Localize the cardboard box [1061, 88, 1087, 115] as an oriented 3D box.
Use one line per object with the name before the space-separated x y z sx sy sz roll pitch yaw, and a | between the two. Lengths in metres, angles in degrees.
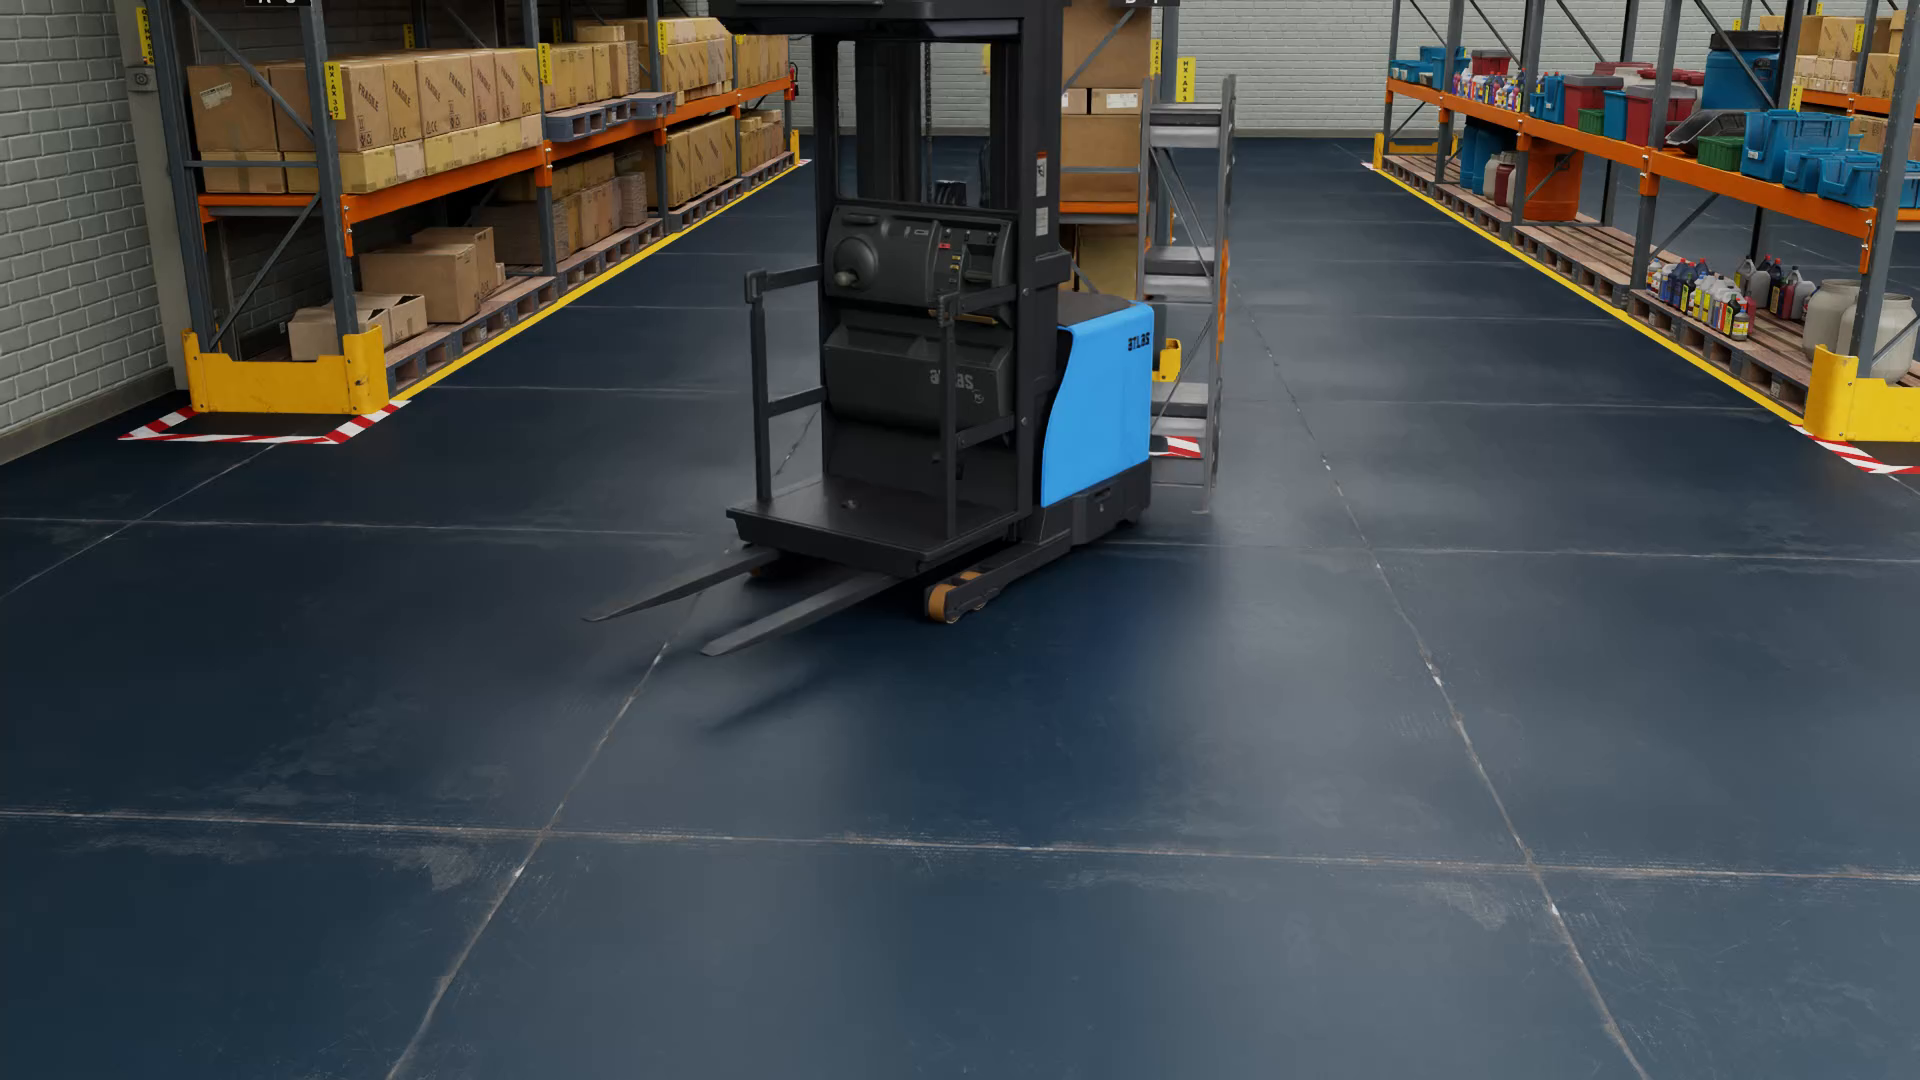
cardboard box | 0.560 -2.610 9.868 0.380 0.149 0.250 1 18 3

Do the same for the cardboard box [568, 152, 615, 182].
cardboard box | -3.748 -3.702 16.508 0.500 0.250 0.500 2 18 5

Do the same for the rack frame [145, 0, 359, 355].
rack frame | -4.218 -2.240 9.943 1.000 3.000 0.127 1 18 4

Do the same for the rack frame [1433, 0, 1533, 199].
rack frame | 6.524 -5.746 20.643 1.000 3.000 0.127 1 18 4

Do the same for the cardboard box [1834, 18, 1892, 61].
cardboard box | 11.230 -6.211 20.619 0.500 0.500 0.500 2 18 5

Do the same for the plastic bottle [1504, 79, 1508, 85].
plastic bottle | 6.079 -4.993 18.531 0.061 0.283 0.133 1 18 4

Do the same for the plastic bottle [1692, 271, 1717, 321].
plastic bottle | 5.434 -1.780 12.085 0.144 0.351 0.185 1 18 3

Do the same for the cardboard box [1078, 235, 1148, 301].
cardboard box | 1.017 -1.697 10.823 0.500 0.500 0.500 1 18 4

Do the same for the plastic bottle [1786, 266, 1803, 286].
plastic bottle | 6.155 -1.846 12.286 0.144 0.351 0.185 1 18 4

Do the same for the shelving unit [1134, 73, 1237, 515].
shelving unit | 1.101 -1.214 8.255 0.431 2.100 0.503 4 19 12

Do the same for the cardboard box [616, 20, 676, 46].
cardboard box | -3.353 -5.424 17.784 0.500 0.250 0.500 2 18 5

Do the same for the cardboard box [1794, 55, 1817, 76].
cardboard box | 11.344 -6.325 22.173 0.500 0.250 0.500 1 18 3

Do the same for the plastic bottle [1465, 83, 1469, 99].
plastic bottle | 6.042 -5.337 19.714 0.097 0.201 0.097 0 18 0

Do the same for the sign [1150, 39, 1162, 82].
sign | 1.563 -3.810 13.217 0.100 0.325 0.005 1 18 4

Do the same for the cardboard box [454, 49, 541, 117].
cardboard box | -3.657 -3.624 13.169 0.500 0.500 0.500 1 18 4

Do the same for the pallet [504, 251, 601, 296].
pallet | -3.877 -2.400 14.907 1.003 0.211 1.213 1 18 4

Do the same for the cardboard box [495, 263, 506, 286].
cardboard box | -3.940 -2.179 13.598 0.380 0.166 0.250 -1 18 -3

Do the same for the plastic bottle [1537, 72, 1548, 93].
plastic bottle | 6.544 -5.050 18.595 0.144 0.351 0.185 1 18 4

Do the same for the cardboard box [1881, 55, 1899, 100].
cardboard box | 11.146 -5.390 19.394 0.500 0.500 0.500 1 18 4

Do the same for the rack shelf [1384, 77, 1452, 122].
rack shelf | 6.667 -6.026 22.650 1.077 0.370 4.000 1 18 4

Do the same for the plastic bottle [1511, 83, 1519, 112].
plastic bottle | 5.857 -4.655 17.501 0.061 0.283 0.133 1 18 4

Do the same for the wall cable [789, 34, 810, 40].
wall cable | -2.309 -10.334 29.995 3.097 2.526 0.112 1 18 4

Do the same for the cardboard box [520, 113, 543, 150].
cardboard box | -3.663 -3.267 13.285 0.500 0.250 0.500 1 18 4

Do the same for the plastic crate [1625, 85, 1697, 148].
plastic crate | 5.680 -3.449 13.530 0.402 0.464 0.583 1 18 4

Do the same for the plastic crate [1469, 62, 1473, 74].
plastic crate | 6.817 -6.189 22.086 0.437 0.282 0.530 1 18 4

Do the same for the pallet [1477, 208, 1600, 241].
pallet | 6.252 -3.425 18.036 1.003 0.211 1.213 1 18 4

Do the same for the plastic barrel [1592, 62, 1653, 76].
plastic barrel | 6.506 -4.418 16.370 0.600 0.536 0.708 1 18 4

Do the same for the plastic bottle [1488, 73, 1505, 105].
plastic bottle | 5.975 -5.019 18.503 0.144 0.351 0.185 1 18 4

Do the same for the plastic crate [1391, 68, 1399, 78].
plastic crate | 6.359 -6.725 23.956 0.250 0.136 0.298 1 18 4

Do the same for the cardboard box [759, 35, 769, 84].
cardboard box | -3.203 -6.731 23.166 0.980 0.700 0.700 0 18 1

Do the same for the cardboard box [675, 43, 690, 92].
cardboard box | -3.308 -5.231 18.400 0.500 0.500 0.500 2 18 6

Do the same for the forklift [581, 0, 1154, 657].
forklift | -0.306 -1.215 6.923 1.130 2.935 3.031 12 22 33

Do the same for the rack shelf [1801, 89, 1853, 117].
rack shelf | 11.607 -5.915 22.313 1.077 0.370 4.000 1 18 4

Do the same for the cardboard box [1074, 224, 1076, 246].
cardboard box | 0.636 -2.330 12.754 0.500 0.500 0.500 1 18 4

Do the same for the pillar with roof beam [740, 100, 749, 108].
pillar with roof beam | 0.554 -10.822 26.500 9.100 9.000 0.400 1 18 4

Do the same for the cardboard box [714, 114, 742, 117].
cardboard box | -3.301 -5.960 23.592 0.380 0.149 0.250 1 18 4

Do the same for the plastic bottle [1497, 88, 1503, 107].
plastic bottle | 5.925 -4.833 18.175 0.097 0.201 0.097 0 18 0

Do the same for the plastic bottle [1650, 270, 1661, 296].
plastic bottle | 5.483 -2.020 13.059 0.097 0.201 0.097 0 18 0

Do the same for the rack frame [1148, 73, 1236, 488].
rack frame | 1.152 -1.288 8.482 0.400 2.100 0.015 4 19 12

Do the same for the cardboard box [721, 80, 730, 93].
cardboard box | -3.094 -5.667 20.773 0.380 0.149 0.250 2 18 5

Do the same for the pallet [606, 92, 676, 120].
pallet | -3.590 -4.410 16.873 1.213 0.211 1.003 1 18 4

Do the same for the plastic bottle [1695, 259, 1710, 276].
plastic bottle | 5.622 -1.967 12.657 0.144 0.351 0.185 1 18 4

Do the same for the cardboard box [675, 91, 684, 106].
cardboard box | -3.260 -4.871 18.343 0.380 0.149 0.250 2 18 6

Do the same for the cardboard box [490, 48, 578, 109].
cardboard box | -3.814 -4.070 14.660 0.700 0.500 0.500 3 18 10

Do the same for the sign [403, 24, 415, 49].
sign | -4.485 -4.044 13.589 0.100 0.325 0.005 1 18 4

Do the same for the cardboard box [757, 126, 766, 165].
cardboard box | -3.124 -5.524 23.305 0.700 0.500 0.500 2 18 5

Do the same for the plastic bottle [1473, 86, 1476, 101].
plastic bottle | 6.008 -5.194 19.275 0.097 0.201 0.097 0 18 0

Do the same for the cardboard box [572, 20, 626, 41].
cardboard box | -3.871 -5.426 17.792 0.500 0.250 0.500 2 18 5

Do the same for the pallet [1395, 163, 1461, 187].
pallet | 6.622 -5.030 22.936 1.003 0.211 1.213 1 18 4

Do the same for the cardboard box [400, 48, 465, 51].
cardboard box | -4.173 -3.636 13.207 0.500 0.500 0.500 1 18 3

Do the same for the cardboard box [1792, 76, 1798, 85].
cardboard box | 11.270 -6.097 22.115 0.380 0.149 0.250 2 18 5

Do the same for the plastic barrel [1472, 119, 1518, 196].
plastic barrel | 6.417 -4.560 19.718 0.600 0.901 0.708 1 18 4
